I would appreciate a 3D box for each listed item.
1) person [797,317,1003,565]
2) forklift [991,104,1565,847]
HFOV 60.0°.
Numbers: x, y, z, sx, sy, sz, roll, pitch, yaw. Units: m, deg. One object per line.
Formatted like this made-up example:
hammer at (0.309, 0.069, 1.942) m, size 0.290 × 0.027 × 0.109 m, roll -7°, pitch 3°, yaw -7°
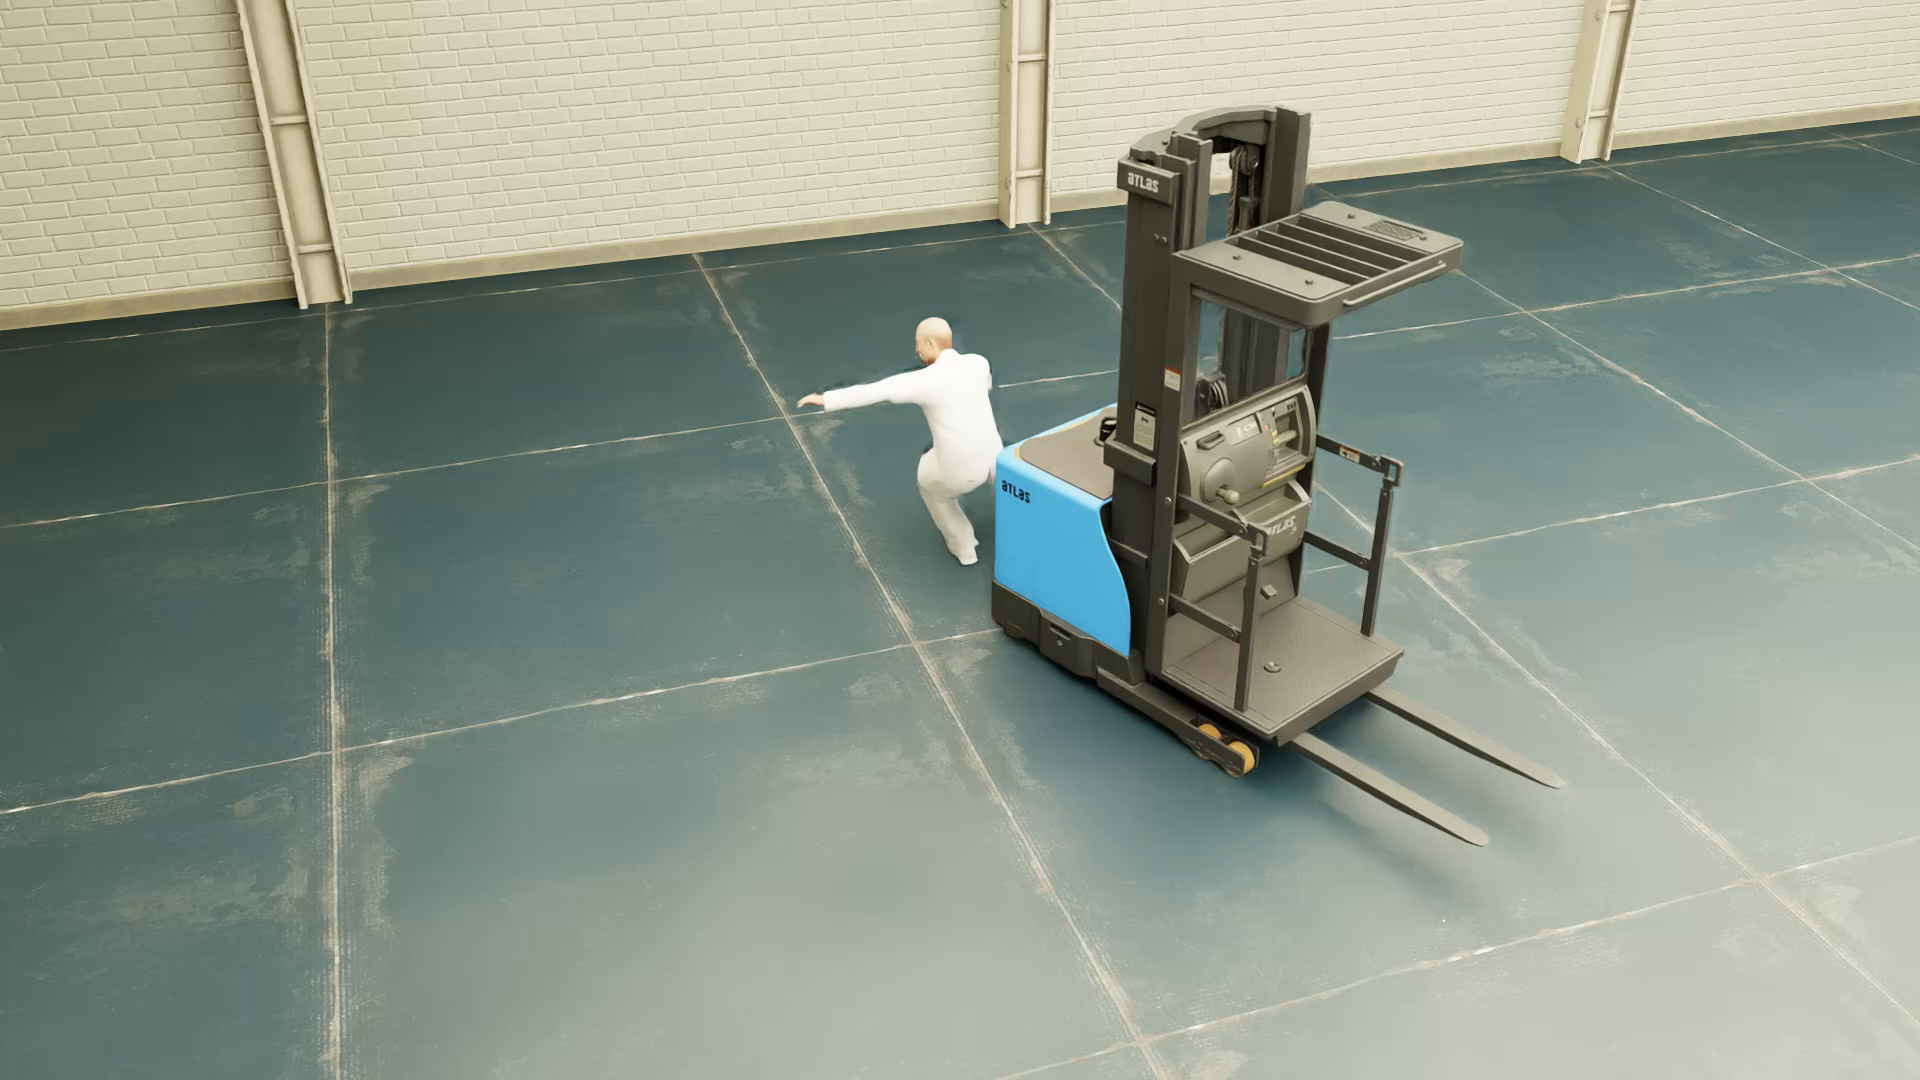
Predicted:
person at (-0.099, -0.595, 9.566) m, size 1.619 × 1.500 × 0.804 m, roll -25°, pitch 38°, yaw -37°
forklift at (1.525, -0.414, 7.807) m, size 1.130 × 2.935 × 3.031 m, roll -24°, pitch 38°, yaw -35°
